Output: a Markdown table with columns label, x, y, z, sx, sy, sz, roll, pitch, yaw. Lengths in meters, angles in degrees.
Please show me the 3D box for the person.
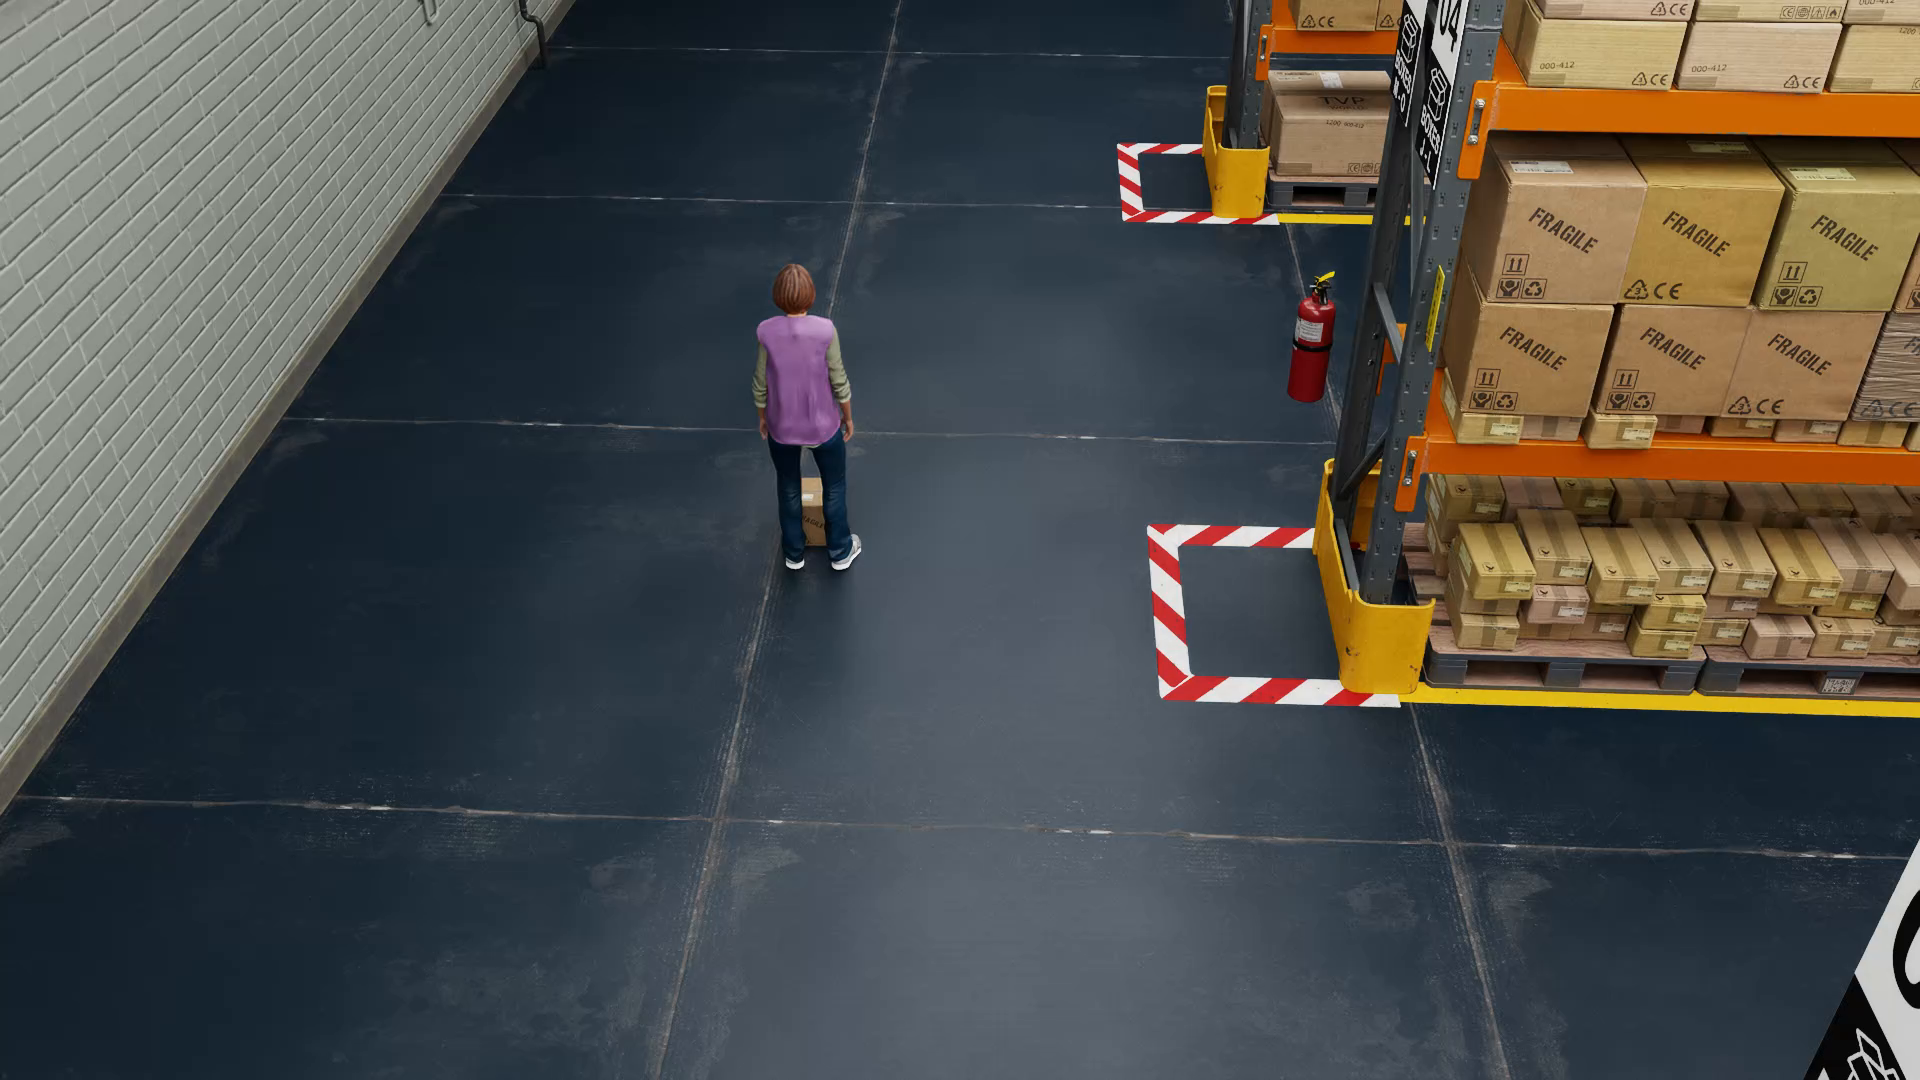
| label | x | y | z | sx | sy | sz | roll | pitch | yaw |
| --- | --- | --- | --- | --- | --- | --- | --- | --- | --- |
| person | -0.734 | -0.543 | 7.865 | 0.462 | 1.594 | 0.344 | 2 | 36 | 2 |
